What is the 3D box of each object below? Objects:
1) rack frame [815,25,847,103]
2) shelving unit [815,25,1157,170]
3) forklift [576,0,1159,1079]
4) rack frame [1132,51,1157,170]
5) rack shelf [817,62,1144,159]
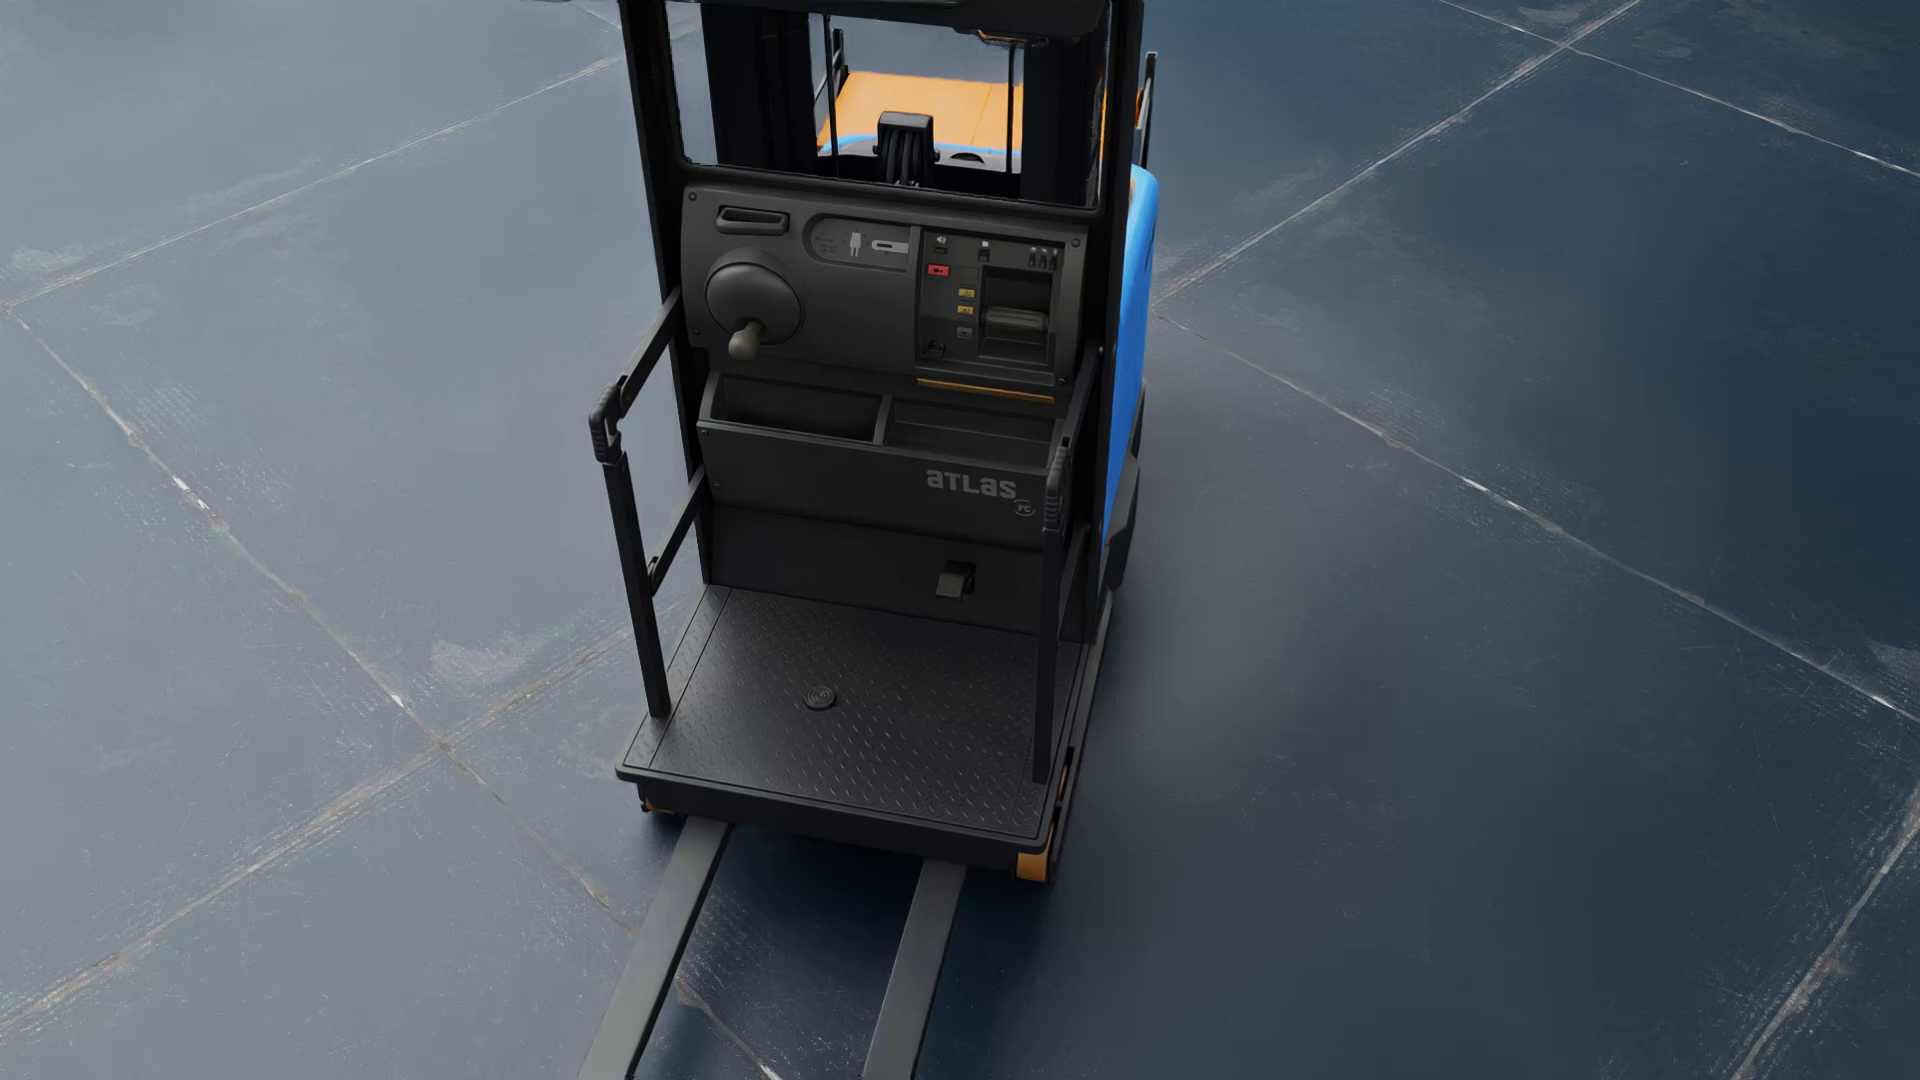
[{"bbox_3d":[-0.436,-1.091,5.602,0.032,1.125,0.500,7,43,8],"label":"rack frame"},{"bbox_3d":[0.064,-1.029,5.535,1.048,1.125,0.538,7,43,8],"label":"shelving unit"},{"bbox_3d":[-0.227,-0.481,3.611,1.130,2.935,3.031,9,43,9],"label":"forklift"},{"bbox_3d":[0.564,-0.966,5.467,0.032,1.125,0.500,7,43,8],"label":"rack frame"},{"bbox_3d":[0.064,-1.244,5.336,1.000,0.278,0.538,7,43,8],"label":"rack shelf"}]
